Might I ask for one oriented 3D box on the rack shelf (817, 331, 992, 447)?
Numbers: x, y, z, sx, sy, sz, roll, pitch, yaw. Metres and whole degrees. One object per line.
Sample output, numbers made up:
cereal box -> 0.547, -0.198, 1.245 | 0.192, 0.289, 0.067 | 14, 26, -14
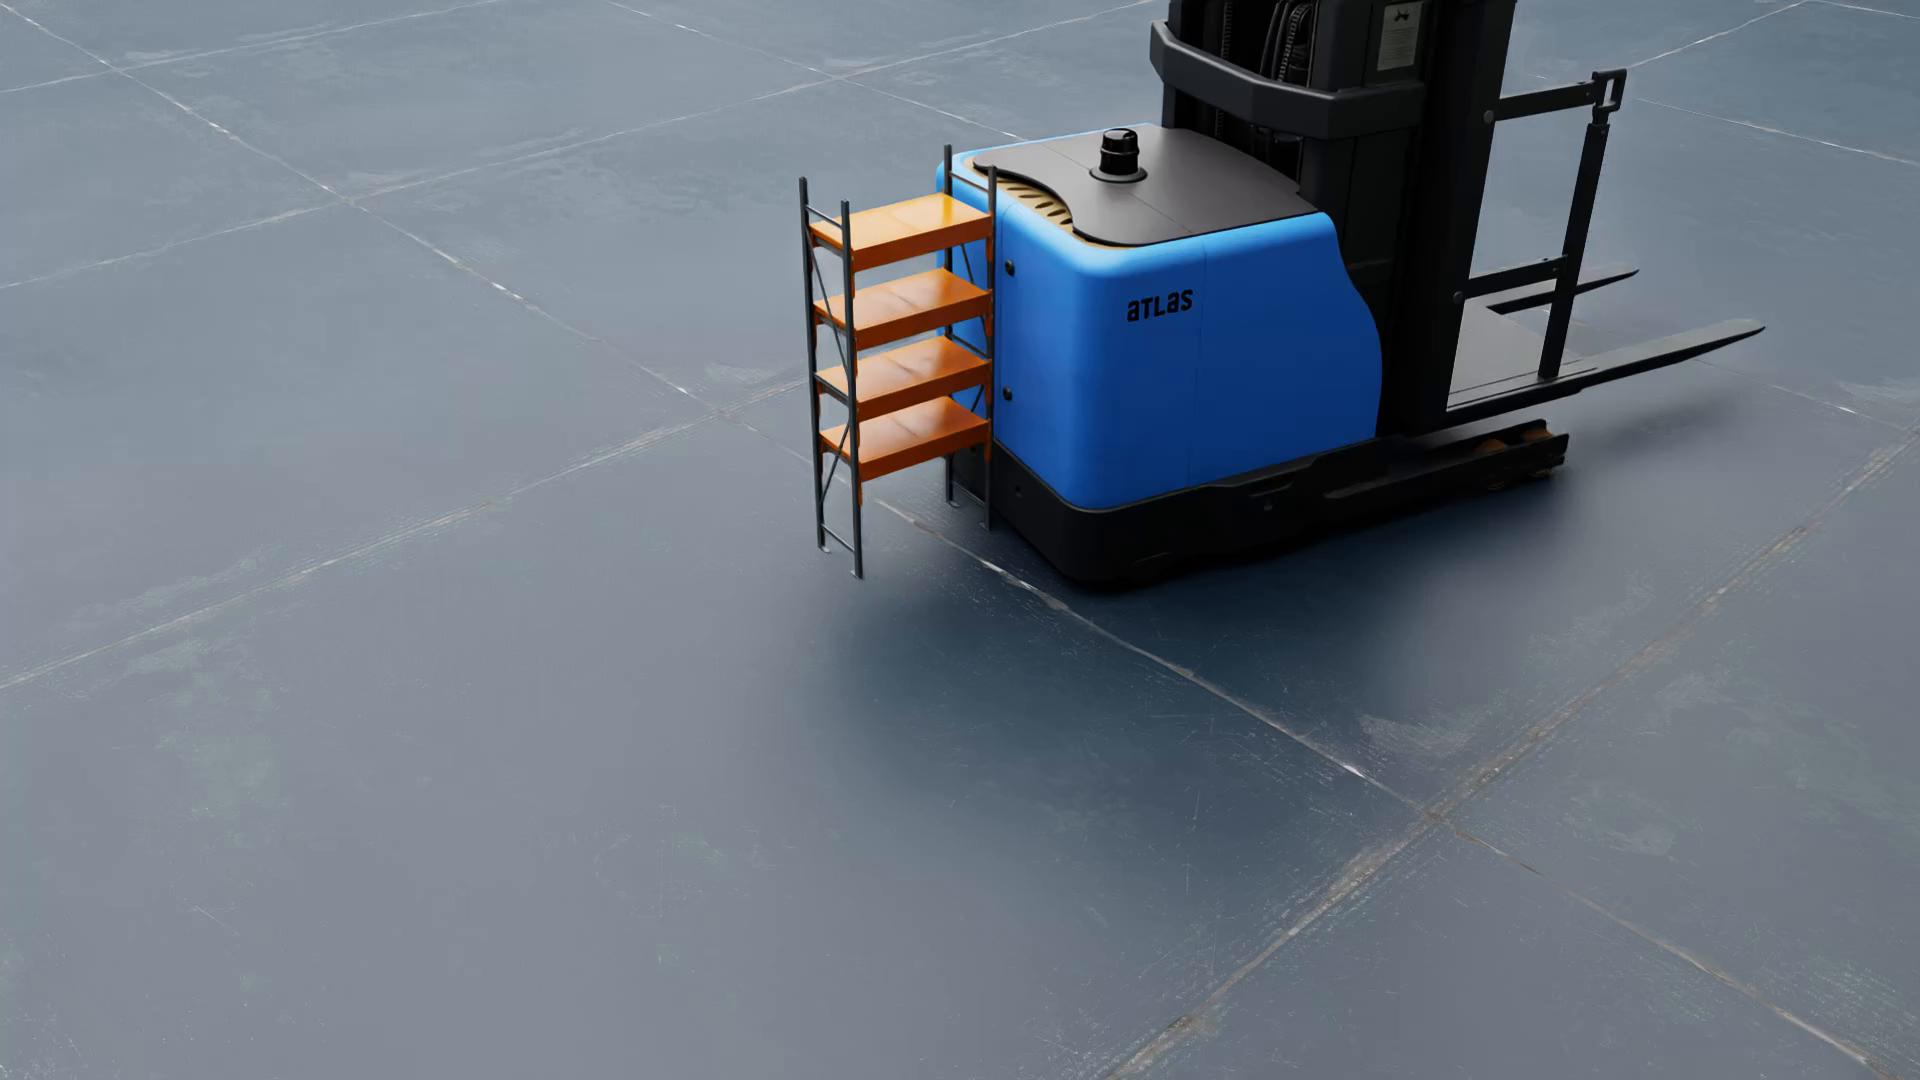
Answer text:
rack shelf -> -0.171, -0.457, 4.977 | 0.480, 0.148, 0.258 | -20, 37, -30

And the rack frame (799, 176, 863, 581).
rack frame -> -0.370, -0.441, 4.821 | 0.015, 1.200, 0.240 | -20, 37, -30

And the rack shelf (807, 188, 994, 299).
rack shelf -> -0.171, -0.850, 4.737 | 0.480, 0.148, 0.258 | -20, 37, -30

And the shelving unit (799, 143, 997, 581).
shelving unit -> -0.171, -0.515, 4.942 | 0.503, 1.200, 0.258 | -20, 37, -30

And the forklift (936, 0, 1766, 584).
forklift -> 1.462, -1.646, 5.132 | 3.031, 2.935, 1.130 | -15, 34, -23

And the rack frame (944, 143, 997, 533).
rack frame -> 0.028, -0.588, 5.062 | 0.015, 1.200, 0.240 | -20, 37, -30

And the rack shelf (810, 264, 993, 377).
rack shelf -> -0.171, -0.648, 4.860 | 0.480, 0.148, 0.258 | -20, 37, -30

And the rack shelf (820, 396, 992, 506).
rack shelf -> -0.171, -0.288, 5.080 | 0.480, 0.148, 0.258 | -20, 37, -30
